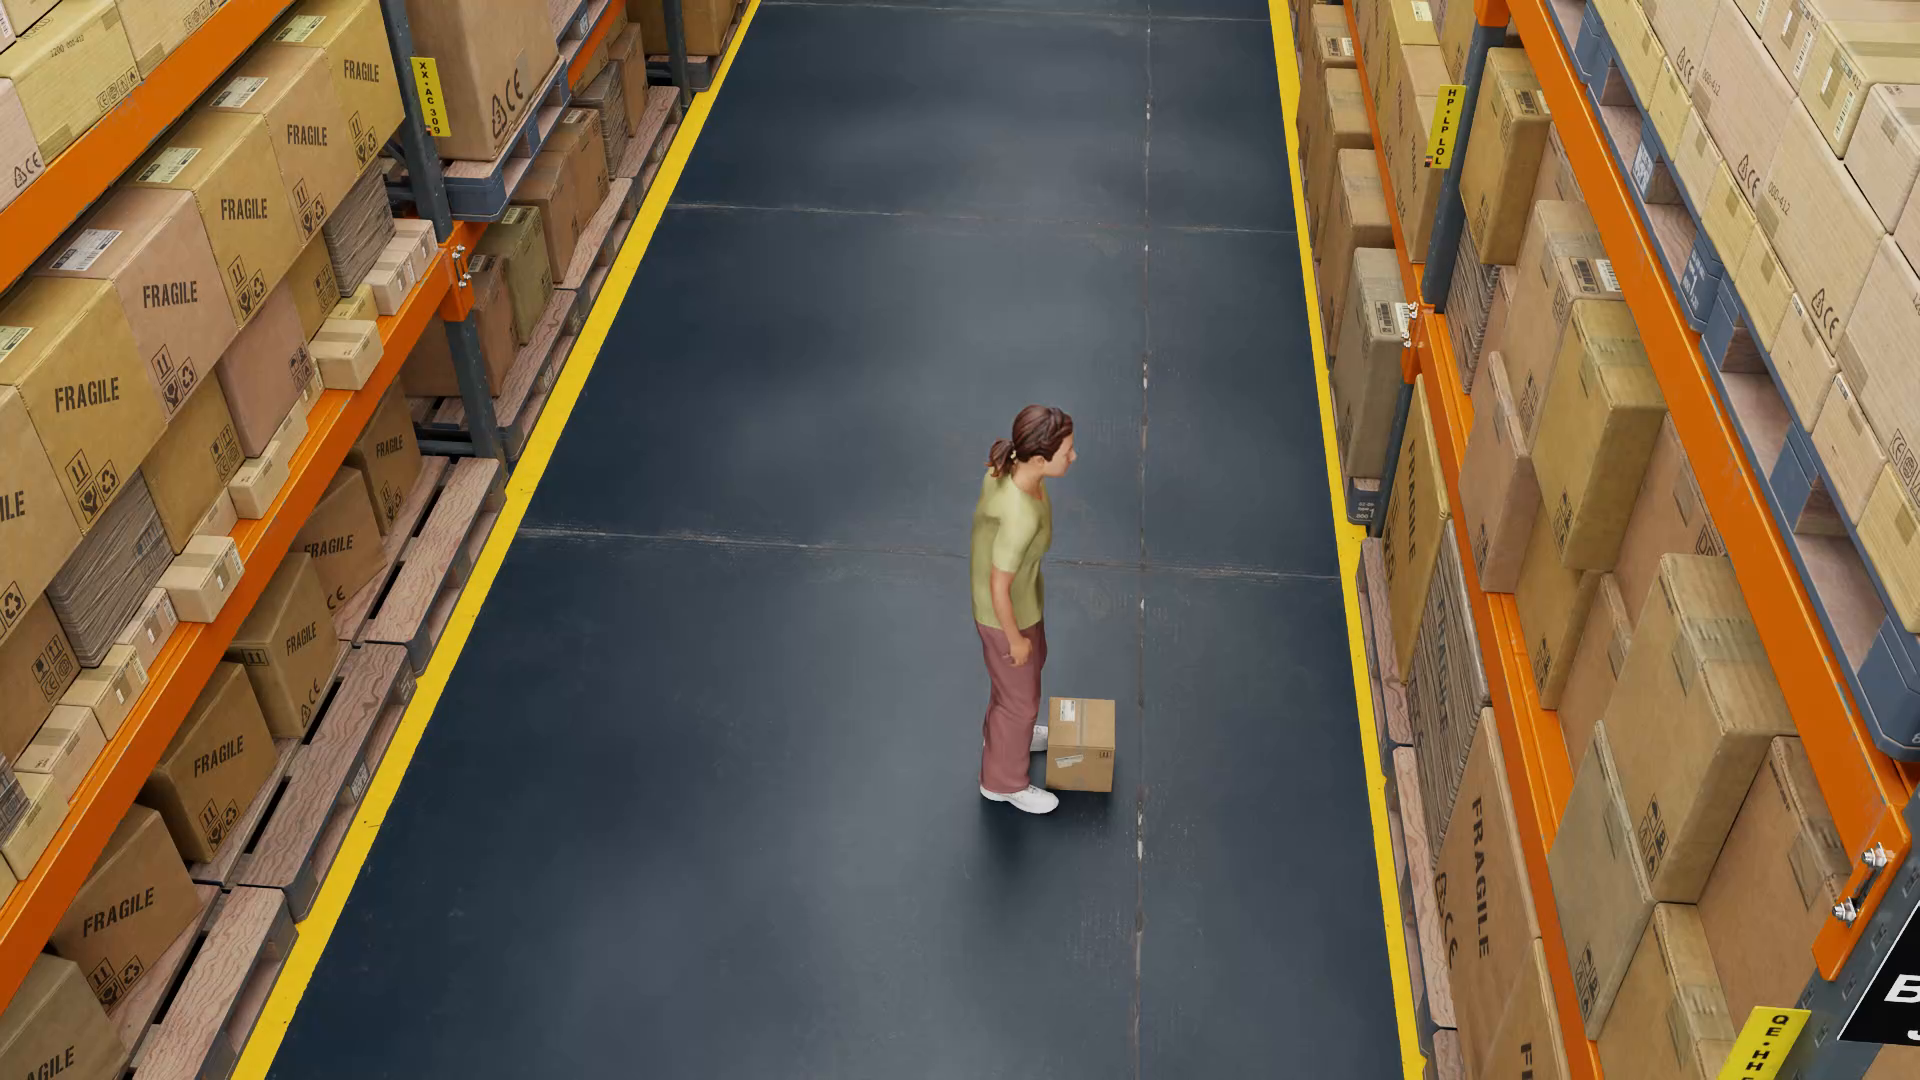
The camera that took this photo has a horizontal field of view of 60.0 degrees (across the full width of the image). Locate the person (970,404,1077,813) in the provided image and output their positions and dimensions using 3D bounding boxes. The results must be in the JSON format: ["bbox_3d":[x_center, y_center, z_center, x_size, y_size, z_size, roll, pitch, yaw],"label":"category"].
[{"bbox_3d":[0.213,0.227,5.889,0.354,1.673,0.501,3,40,3],"label":"person"}]
